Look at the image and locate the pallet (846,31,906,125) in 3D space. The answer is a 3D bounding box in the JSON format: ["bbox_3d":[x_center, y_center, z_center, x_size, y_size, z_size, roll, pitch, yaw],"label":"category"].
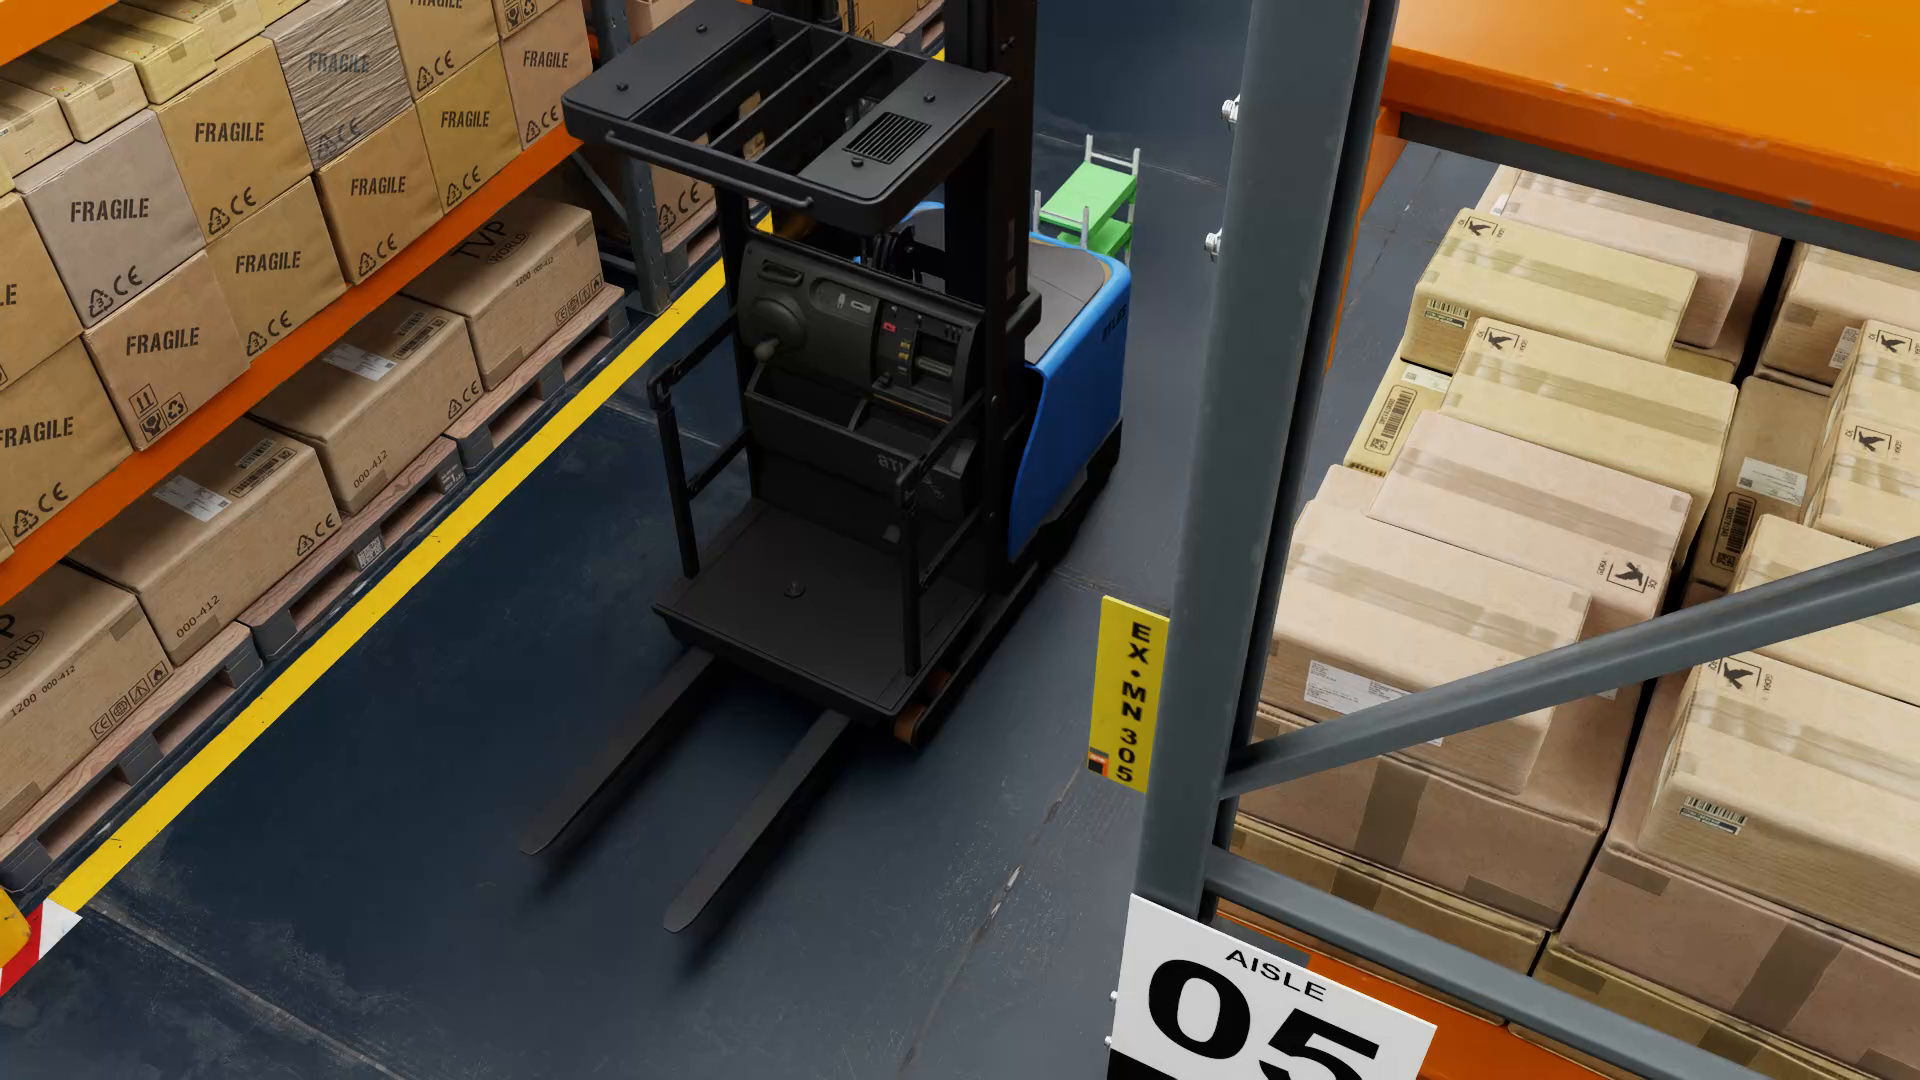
[{"bbox_3d":[-1.028,-2.637,9.488,1.003,0.211,1.213,20,49,19],"label":"pallet"}]

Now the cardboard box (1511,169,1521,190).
[{"bbox_3d":[1.206,-0.664,2.942,0.380,0.149,0.250,21,49,20],"label":"cardboard box"}]

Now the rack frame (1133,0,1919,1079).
[{"bbox_3d":[0.690,-0.353,1.052,1.000,3.000,0.127,20,49,19],"label":"rack frame"}]

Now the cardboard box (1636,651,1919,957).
[{"bbox_3d":[1.042,0.310,1.980,0.380,0.149,0.250,20,49,19],"label":"cardboard box"}]

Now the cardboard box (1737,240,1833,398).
[{"bbox_3d":[1.610,-0.256,2.819,0.500,0.250,0.500,21,49,19],"label":"cardboard box"}]

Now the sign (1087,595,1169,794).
[{"bbox_3d":[0.208,0.194,1.997,0.100,0.325,0.005,20,49,19],"label":"sign"}]

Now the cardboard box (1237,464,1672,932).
[{"bbox_3d":[0.678,0.204,2.364,0.500,0.250,0.500,19,48,18],"label":"cardboard box"}]

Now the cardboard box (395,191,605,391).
[{"bbox_3d":[-2.271,-1.221,7.634,0.875,0.438,0.875,20,49,19],"label":"cardboard box"}]

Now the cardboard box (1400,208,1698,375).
[{"bbox_3d":[0.930,-0.355,2.637,0.380,0.149,0.250,21,49,20],"label":"cardboard box"}]

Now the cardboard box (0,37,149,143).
[{"bbox_3d":[-2.716,-1.374,5.050,0.380,0.149,0.250,21,49,19],"label":"cardboard box"}]

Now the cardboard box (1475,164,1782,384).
[{"bbox_3d":[1.155,-0.440,3.001,0.500,0.250,0.500,21,49,20],"label":"cardboard box"}]

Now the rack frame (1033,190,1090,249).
[{"bbox_3d":[0.407,-0.945,7.112,0.240,1.200,0.015,21,48,20],"label":"rack frame"}]

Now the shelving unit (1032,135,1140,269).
[{"bbox_3d":[0.524,-1.095,7.265,0.258,1.200,0.503,21,48,20],"label":"shelving unit"}]

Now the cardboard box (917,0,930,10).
[{"bbox_3d":[-0.422,-3.848,9.922,0.875,0.875,0.875,20,49,19],"label":"cardboard box"}]

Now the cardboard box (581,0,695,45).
[{"bbox_3d":[-1.447,-2.472,7.469,0.500,0.250,0.500,19,48,18],"label":"cardboard box"}]

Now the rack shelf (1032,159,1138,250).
[{"bbox_3d":[0.527,-1.390,6.972,0.258,0.148,0.480,21,48,20],"label":"rack shelf"}]

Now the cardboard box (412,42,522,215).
[{"bbox_3d":[-2.107,-1.667,6.498,0.500,0.500,0.500,19,48,18],"label":"cardboard box"}]

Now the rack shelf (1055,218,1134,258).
[{"bbox_3d":[0.525,-1.220,7.141,0.258,0.148,0.480,21,48,20],"label":"rack shelf"}]

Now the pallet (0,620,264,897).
[{"bbox_3d":[-3.440,0.636,6.253,1.003,0.211,1.213,20,49,19],"label":"pallet"}]

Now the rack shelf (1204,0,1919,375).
[{"bbox_3d":[1.618,-1.359,2.554,1.077,0.370,4.000,20,49,19],"label":"rack shelf"}]

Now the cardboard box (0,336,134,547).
[{"bbox_3d":[-3.054,-0.385,5.231,0.500,0.500,0.500,20,49,19],"label":"cardboard box"}]

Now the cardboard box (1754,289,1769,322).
[{"bbox_3d":[1.850,-0.425,3.337,0.500,0.250,0.500,20,49,19],"label":"cardboard box"}]

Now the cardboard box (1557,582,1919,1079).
[{"bbox_3d":[1.128,0.382,2.189,0.500,0.250,0.500,21,49,20],"label":"cardboard box"}]

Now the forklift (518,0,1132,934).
[{"bbox_3d":[-0.469,-0.636,5.598,1.130,2.935,3.031,22,49,20],"label":"forklift"}]

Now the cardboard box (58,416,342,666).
[{"bbox_3d":[-3.106,-0.090,6.516,0.875,0.438,0.875,22,49,20],"label":"cardboard box"}]

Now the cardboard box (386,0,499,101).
[{"bbox_3d":[-2.102,-2.016,6.140,0.500,0.500,0.500,20,49,18],"label":"cardboard box"}]

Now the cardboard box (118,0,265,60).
[{"bbox_3d":[-2.496,-1.706,5.378,0.380,0.149,0.250,20,49,19],"label":"cardboard box"}]

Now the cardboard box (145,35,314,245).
[{"bbox_3d":[-2.570,-1.379,5.510,0.500,0.500,0.500,21,49,19],"label":"cardboard box"}]

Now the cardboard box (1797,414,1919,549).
[{"bbox_3d":[1.367,0.008,2.278,0.380,0.149,0.250,20,49,19],"label":"cardboard box"}]

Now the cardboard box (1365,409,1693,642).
[{"bbox_3d":[0.766,0.002,2.284,0.380,0.149,0.250,21,49,20],"label":"cardboard box"}]

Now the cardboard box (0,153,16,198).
[{"bbox_3d":[-2.944,-1.048,4.727,0.380,0.149,0.250,19,48,18],"label":"cardboard box"}]

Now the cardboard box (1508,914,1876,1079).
[{"bbox_3d":[1.125,0.556,2.368,0.500,0.250,0.500,22,49,20],"label":"cardboard box"}]

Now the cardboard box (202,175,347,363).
[{"bbox_3d":[-2.584,-1.021,5.860,0.500,0.500,0.500,22,49,20],"label":"cardboard box"}]

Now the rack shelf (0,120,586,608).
[{"bbox_3d":[-2.813,-0.822,6.239,1.077,0.370,4.000,20,49,19],"label":"rack shelf"}]

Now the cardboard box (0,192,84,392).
[{"bbox_3d":[-3.033,-0.737,4.877,0.500,0.500,0.500,19,48,18],"label":"cardboard box"}]

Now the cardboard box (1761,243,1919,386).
[{"bbox_3d":[1.506,-0.342,2.624,0.380,0.149,0.250,22,49,20],"label":"cardboard box"}]

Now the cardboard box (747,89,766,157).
[{"bbox_3d":[-1.255,-2.724,8.812,0.875,0.875,0.875,22,49,20],"label":"cardboard box"}]

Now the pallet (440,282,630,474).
[{"bbox_3d":[-2.307,-0.901,7.772,1.003,0.211,1.213,20,49,19],"label":"pallet"}]
